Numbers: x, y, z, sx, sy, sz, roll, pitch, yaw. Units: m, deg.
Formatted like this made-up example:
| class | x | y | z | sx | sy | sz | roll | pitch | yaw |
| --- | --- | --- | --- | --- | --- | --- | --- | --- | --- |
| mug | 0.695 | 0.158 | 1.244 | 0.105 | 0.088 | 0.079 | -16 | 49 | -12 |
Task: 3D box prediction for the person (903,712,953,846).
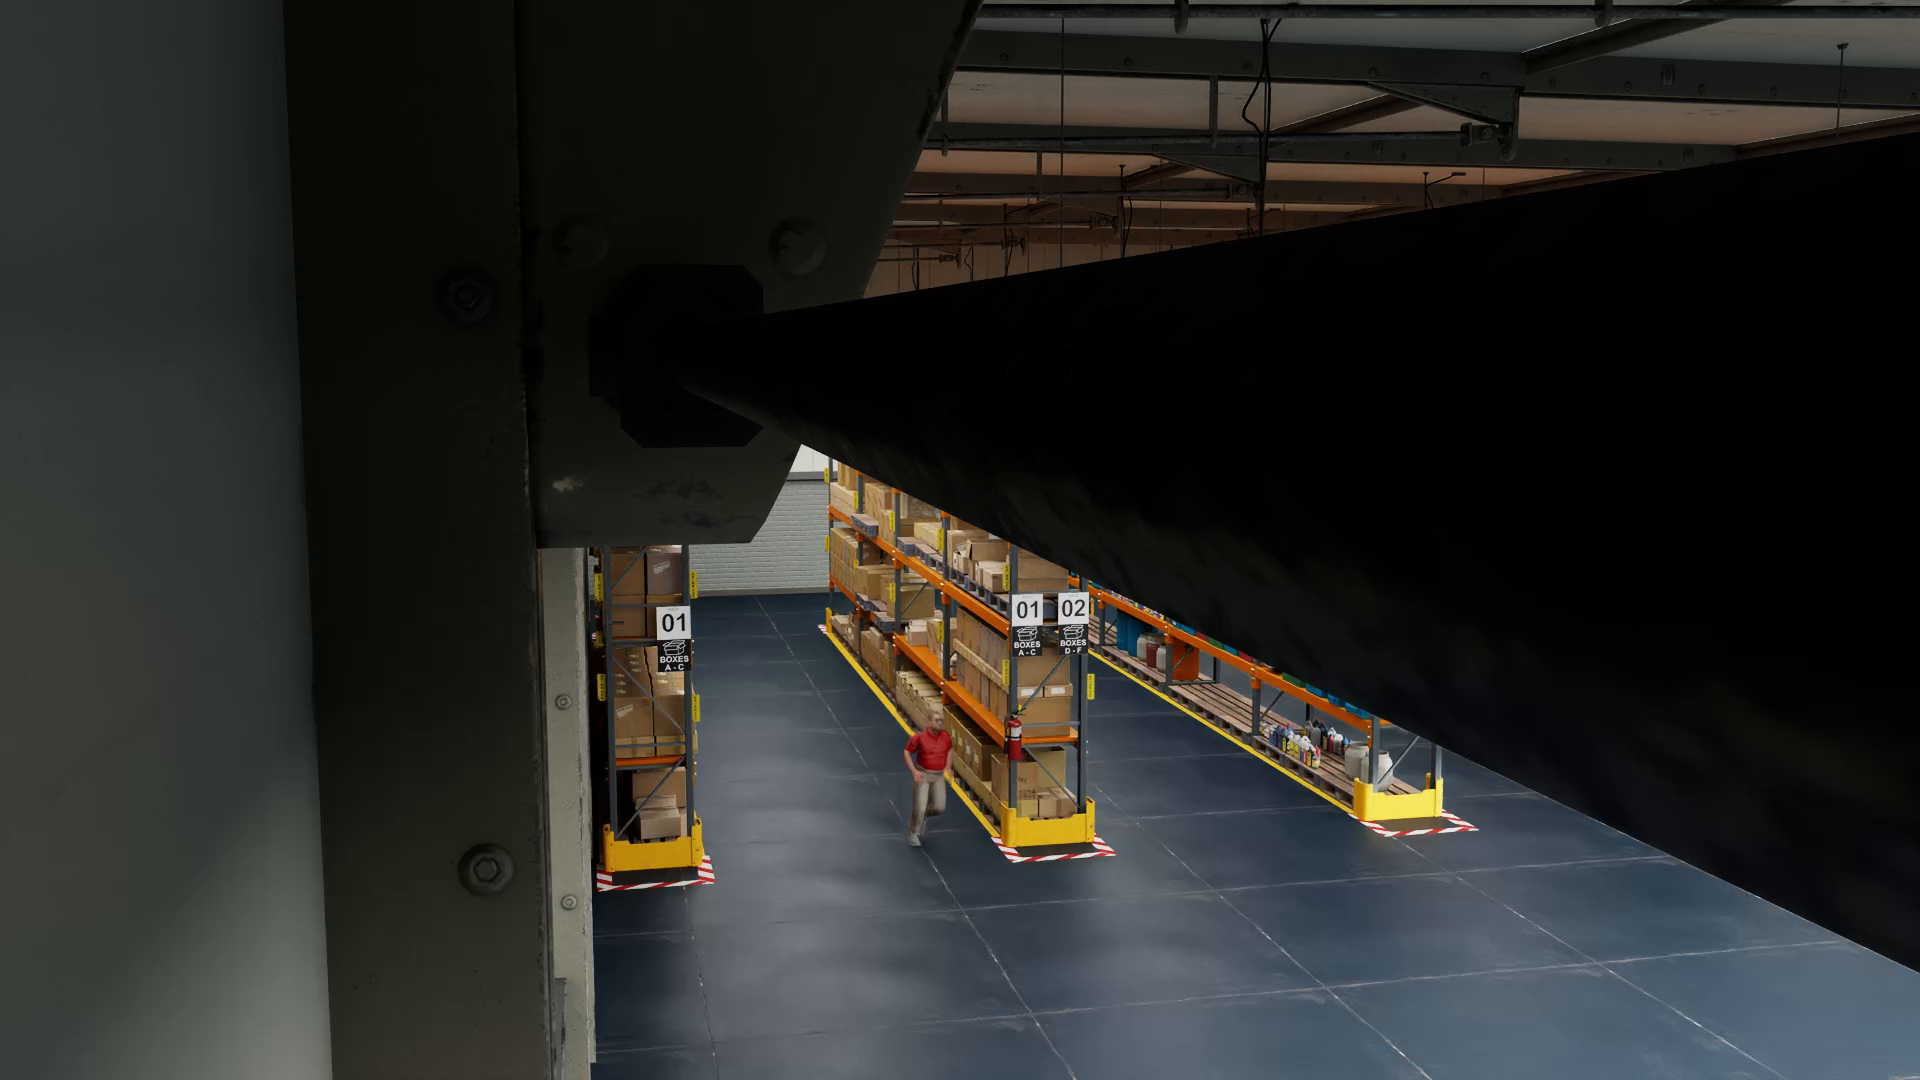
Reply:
| class | x | y | z | sx | sy | sz | roll | pitch | yaw |
| --- | --- | --- | --- | --- | --- | --- | --- | --- | --- |
| person | -0.363 | 3.015 | 21.097 | 0.718 | 1.673 | 0.503 | -3 | 7 | -24 |
